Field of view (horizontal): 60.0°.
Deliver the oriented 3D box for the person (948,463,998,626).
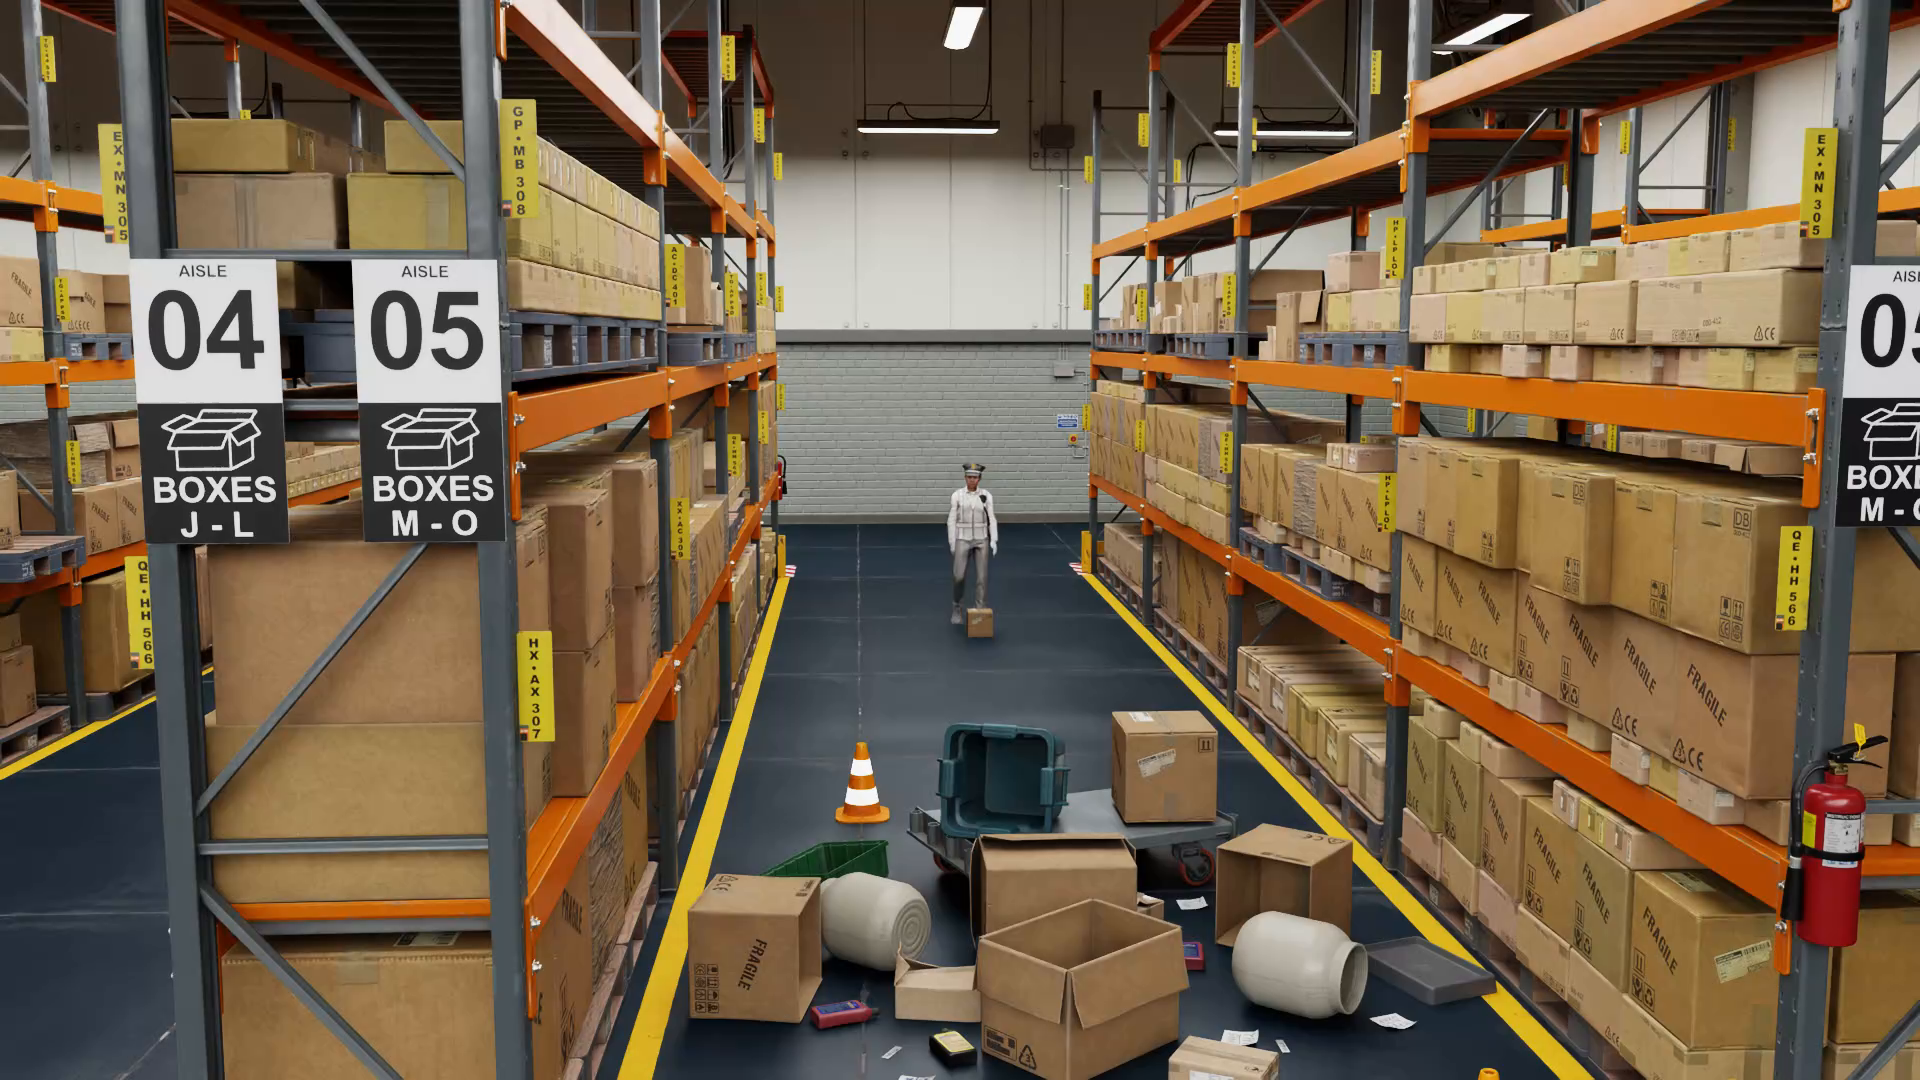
[{"bbox_3d":[0.141,0.053,17.192,0.508,1.702,0.490,-1,7,-7],"label":"person"}]
